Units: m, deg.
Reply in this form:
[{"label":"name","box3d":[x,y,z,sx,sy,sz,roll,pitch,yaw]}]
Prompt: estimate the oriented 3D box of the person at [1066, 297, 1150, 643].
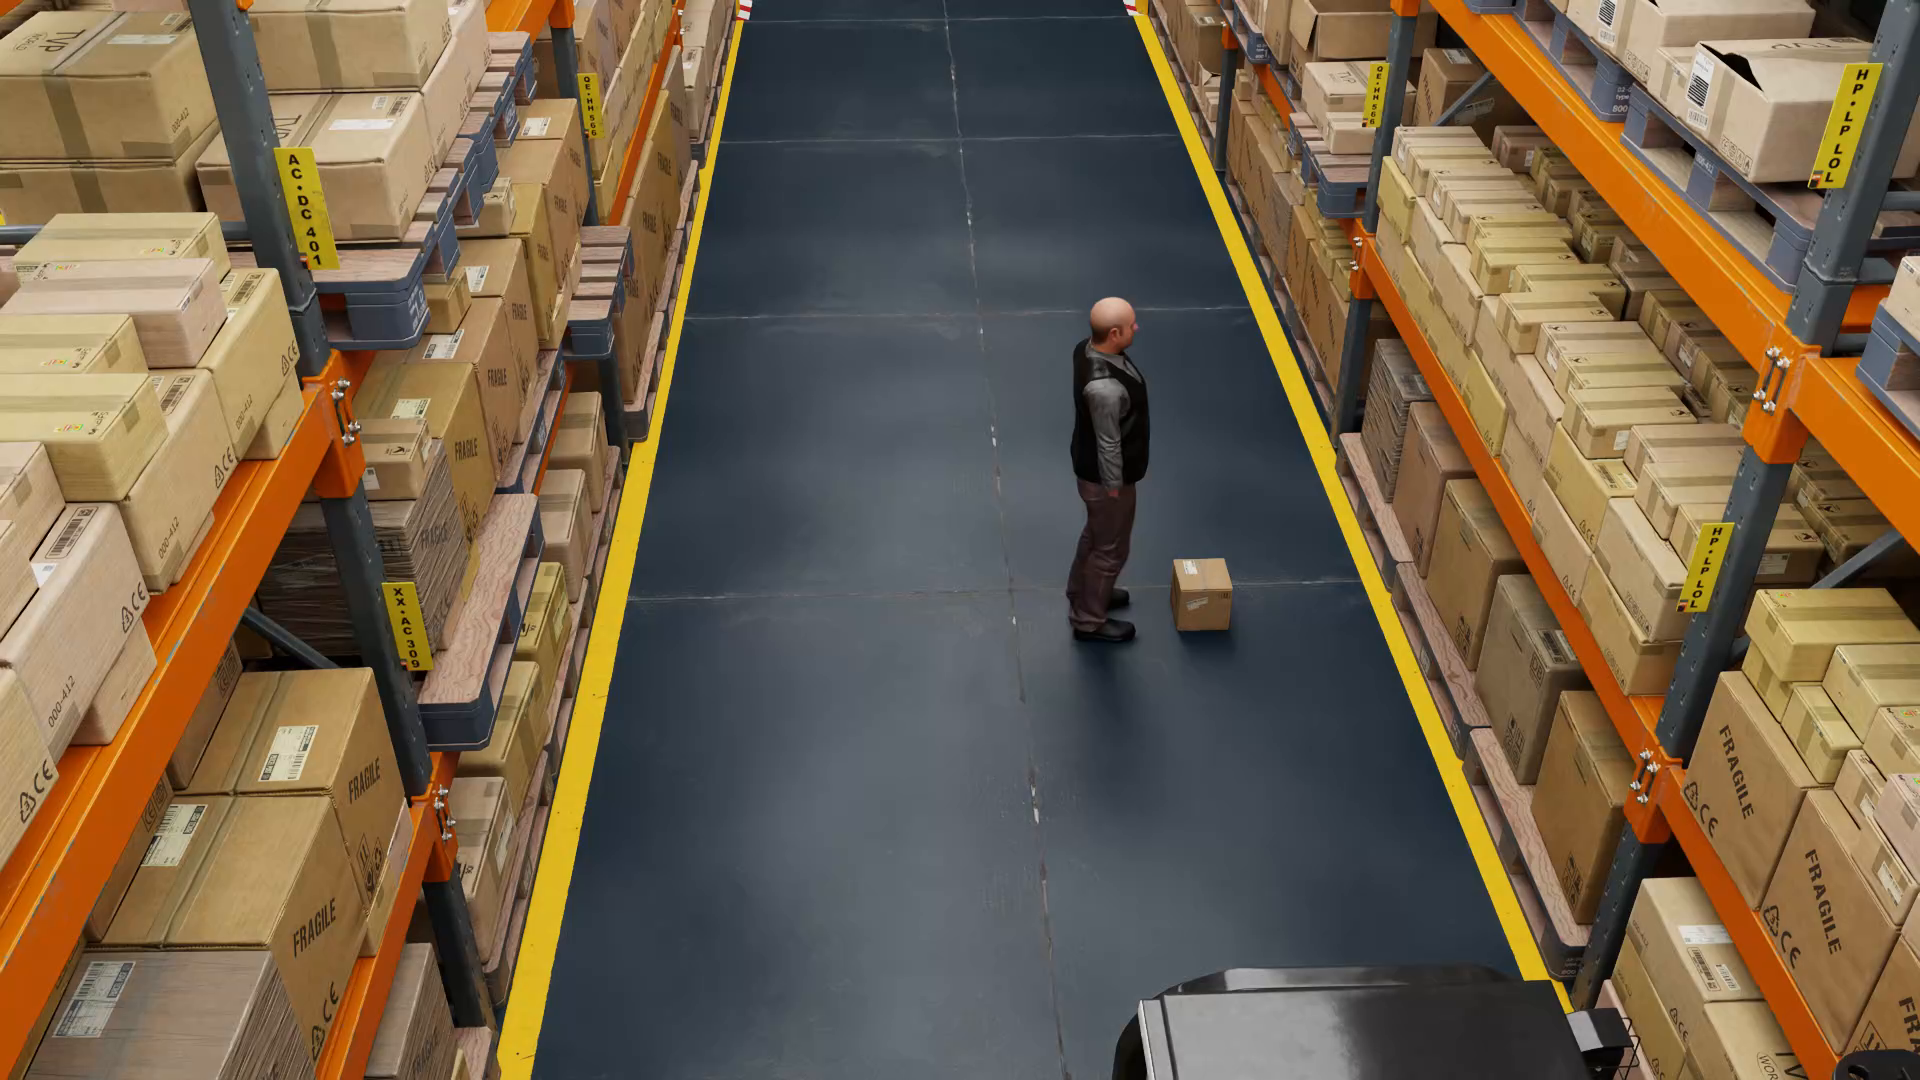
[{"label":"person","box3d":[0.681,-0.333,7.648,0.360,1.715,0.532,-1,35,-1]}]
